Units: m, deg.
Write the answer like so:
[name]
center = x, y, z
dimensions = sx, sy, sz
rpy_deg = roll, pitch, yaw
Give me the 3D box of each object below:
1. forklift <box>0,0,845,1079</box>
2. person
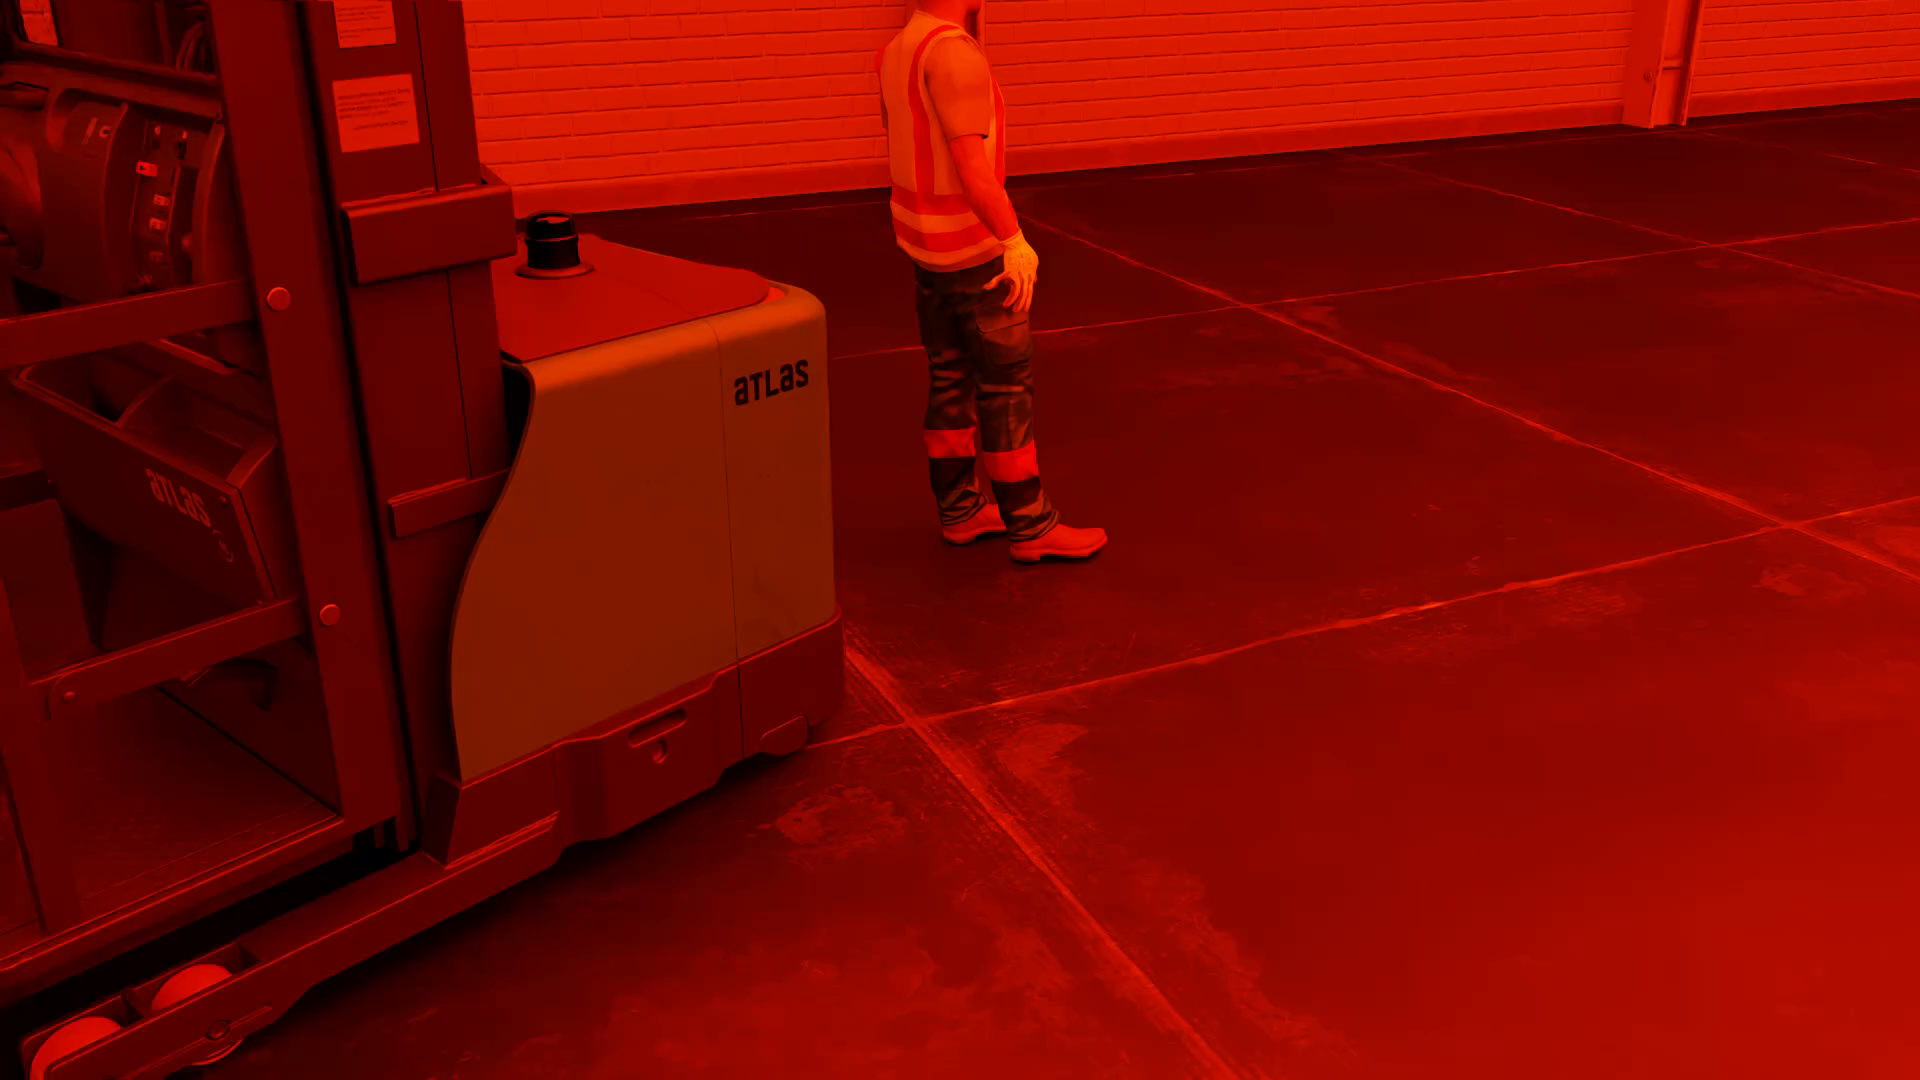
[forklift]
center = -1.635, -0.604, 2.739
dimensions = 1.130, 2.935, 3.031
rpy_deg = 19, 29, 38
[person]
center = 0.078, -0.842, 4.782
dimensions = 0.562, 1.790, 0.637
rpy_deg = -10, 25, -23
